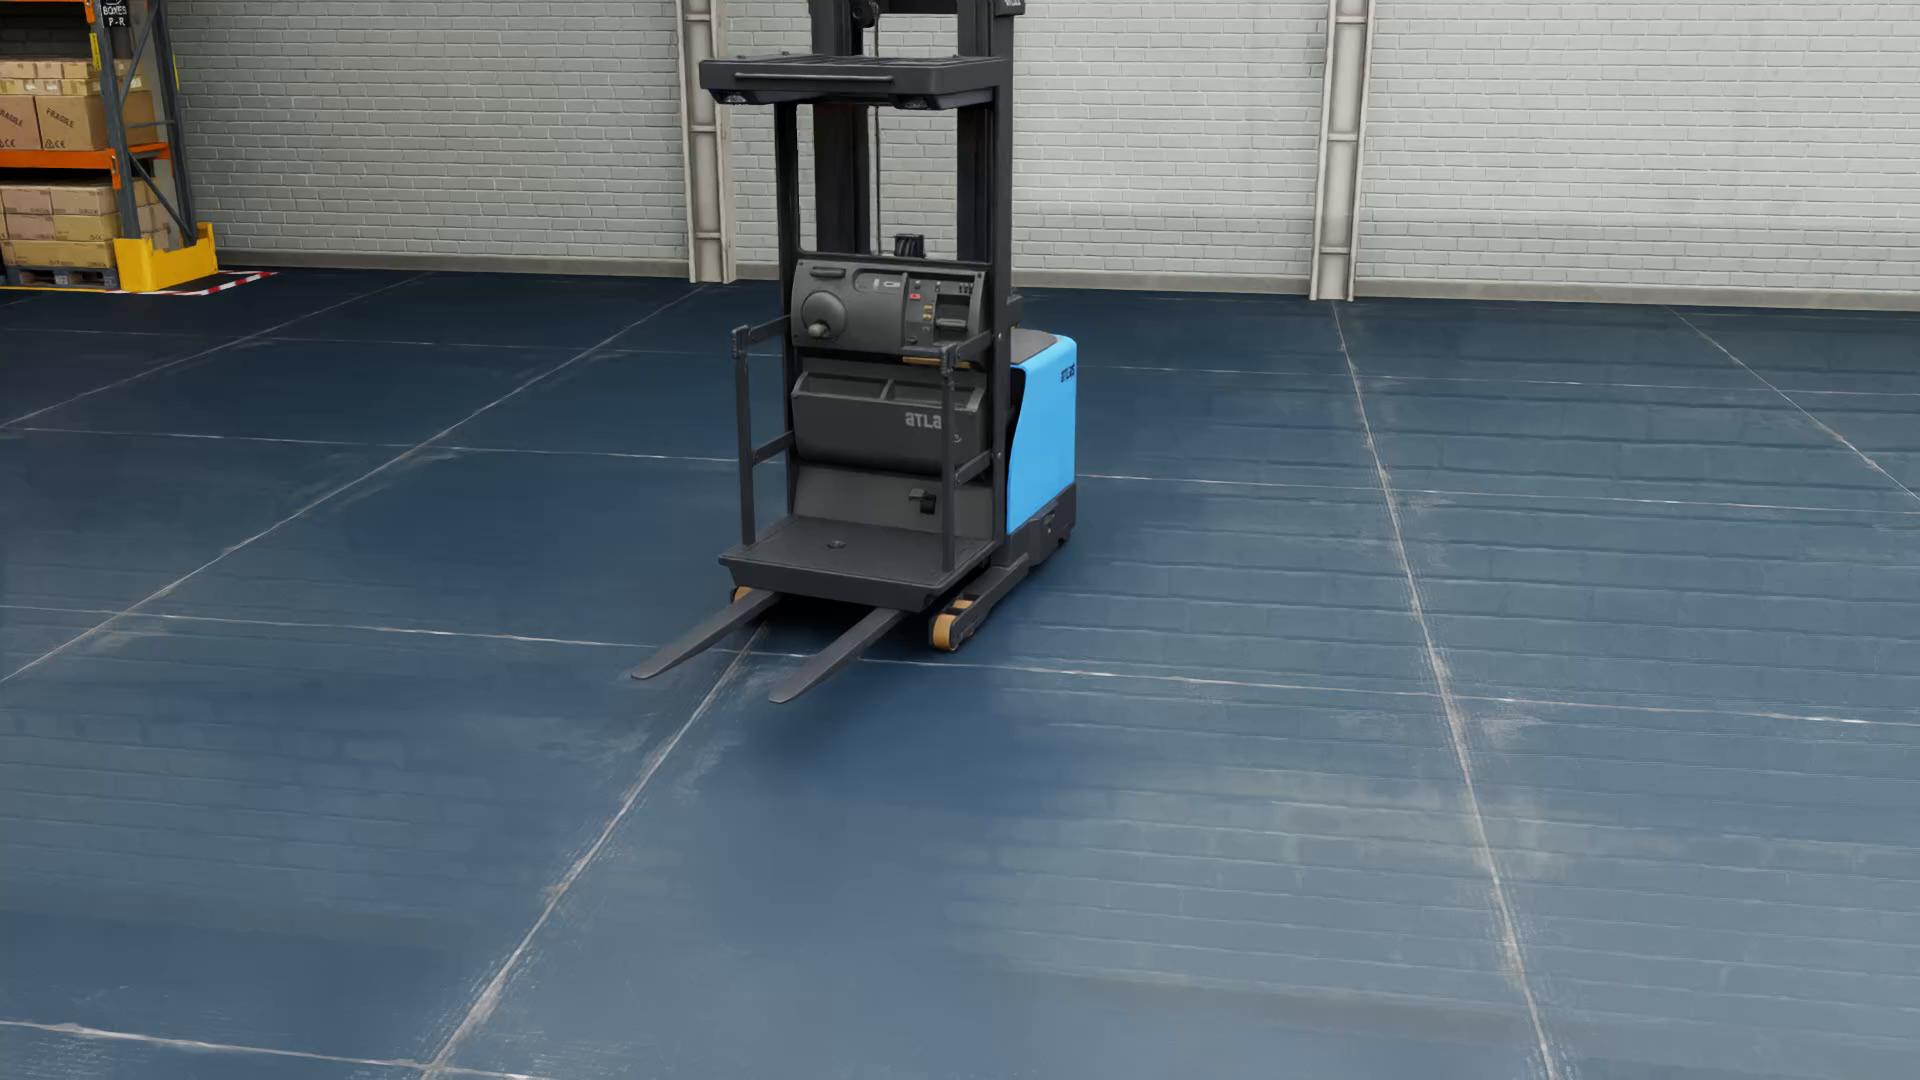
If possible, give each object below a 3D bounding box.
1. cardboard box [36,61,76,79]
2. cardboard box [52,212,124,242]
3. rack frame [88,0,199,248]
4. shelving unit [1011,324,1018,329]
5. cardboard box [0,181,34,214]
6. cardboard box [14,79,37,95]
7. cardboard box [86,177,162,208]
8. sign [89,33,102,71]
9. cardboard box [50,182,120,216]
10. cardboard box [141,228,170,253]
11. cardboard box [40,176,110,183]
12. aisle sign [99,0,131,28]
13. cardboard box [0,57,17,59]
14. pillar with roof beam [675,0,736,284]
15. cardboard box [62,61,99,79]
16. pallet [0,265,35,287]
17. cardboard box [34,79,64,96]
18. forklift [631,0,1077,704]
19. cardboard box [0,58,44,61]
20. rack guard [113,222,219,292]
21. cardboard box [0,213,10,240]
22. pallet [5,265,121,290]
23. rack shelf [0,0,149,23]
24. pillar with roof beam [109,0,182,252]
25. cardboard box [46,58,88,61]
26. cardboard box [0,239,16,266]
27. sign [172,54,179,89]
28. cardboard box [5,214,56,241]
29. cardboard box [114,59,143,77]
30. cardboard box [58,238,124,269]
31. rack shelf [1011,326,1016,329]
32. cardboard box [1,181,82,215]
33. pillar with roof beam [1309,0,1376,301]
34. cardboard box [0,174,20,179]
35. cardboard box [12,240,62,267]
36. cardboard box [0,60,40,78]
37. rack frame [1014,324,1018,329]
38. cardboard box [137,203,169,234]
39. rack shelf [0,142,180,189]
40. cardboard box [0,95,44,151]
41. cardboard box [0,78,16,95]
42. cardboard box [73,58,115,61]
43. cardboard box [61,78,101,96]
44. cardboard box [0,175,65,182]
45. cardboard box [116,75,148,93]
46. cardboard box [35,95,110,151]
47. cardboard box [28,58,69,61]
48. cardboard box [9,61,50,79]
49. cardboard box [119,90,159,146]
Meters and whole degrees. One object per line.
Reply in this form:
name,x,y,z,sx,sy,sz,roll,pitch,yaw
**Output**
cardboard box,-8.461,-4.433,15.677,0.250,0.149,0.380,3,19,9
cardboard box,-8.356,-3.041,16.050,0.500,0.250,0.500,3,19,8
rack frame,-7.825,-3.983,15.979,0.127,3.000,1.000,3,19,9
shelving unit,0.038,-0.739,9.122,0.503,1.200,0.258,7,20,20
cardboard box,-9.334,-3.324,16.105,0.500,0.250,0.500,3,19,9
cardboard box,-8.716,-4.303,15.757,0.250,0.149,0.380,3,19,10
cardboard box,-8.270,-3.435,16.439,0.500,0.250,0.500,3,19,8
sign,-7.925,-4.475,15.251,0.005,0.325,0.100,3,19,9
cardboard box,-8.330,-3.277,15.967,0.500,0.250,0.500,4,19,10
cardboard box,-8.279,-2.964,16.605,0.500,0.250,0.500,3,19,9
cardboard box,-8.764,-3.460,16.511,0.500,0.250,0.500,3,19,9
aisle sign,-7.807,-5.120,15.281,0.004,0.787,0.394,3,19,9
cardboard box,-9.389,-4.662,16.360,0.250,0.149,0.380,2,19,7
pillar with roof beam,-3.129,-5.494,11.042,0.400,9.000,9.100,3,19,9
cardboard box,-8.212,-4.431,15.669,0.250,0.149,0.380,3,19,9
pallet,-9.788,-2.748,16.683,1.213,0.211,1.003,3,19,9
cardboard box,-8.469,-4.271,15.660,0.250,0.149,0.380,3,19,10
forklift,-0.410,-1.050,7.322,1.130,2.935,3.031,7,20,21
cardboard box,-9.145,-4.618,16.228,0.250,0.149,0.380,4,19,10
rack guard,-7.802,-2.796,16.372,0.348,0.500,1.175,3,19,9
cardboard box,-9.362,-3.090,16.193,0.500,0.250,0.500,2,19,7
pallet,-8.587,-2.686,16.497,1.213,0.211,1.003,3,19,9
rack shelf,-9.800,-5.165,15.918,4.000,0.370,1.077,3,19,9
pillar with roof beam,-9.053,-5.796,11.945,0.400,9.000,9.100,3,19,9
cardboard box,-8.639,-4.595,16.161,0.250,0.149,0.380,3,19,10
cardboard box,-9.321,-2.859,16.291,0.500,0.250,0.500,3,19,9
sign,-7.731,-4.604,16.347,0.005,0.325,0.100,3,19,9
cardboard box,-8.849,-3.070,16.135,0.500,0.250,0.500,3,19,8
cardboard box,-8.123,-4.563,16.063,0.250,0.149,0.380,3,19,8
cardboard box,-8.339,-2.803,16.123,0.500,0.250,0.500,3,19,9
rack shelf,0.038,-1.112,8.998,0.480,0.148,0.258,7,20,20
cardboard box,-8.835,-3.301,16.038,0.500,0.250,0.500,3,19,10
pillar with roof beam,2.795,-5.192,10.140,0.400,9.000,9.100,3,19,9
cardboard box,-9.761,-3.516,16.680,0.500,0.250,0.500,3,19,8
cardboard box,-8.829,-2.831,16.207,0.500,0.250,0.500,3,19,9
cardboard box,-8.958,-4.474,15.798,0.250,0.149,0.380,3,19,9
rack frame,0.264,-0.711,9.037,0.015,1.200,0.240,7,20,20
cardboard box,-8.257,-3.204,16.534,0.500,0.250,0.500,3,19,10
rack shelf,-9.800,-3.742,16.394,4.000,0.370,1.077,3,19,9
cardboard box,-8.864,-4.002,15.878,0.500,0.500,0.500,4,19,10
cardboard box,-8.959,-4.319,15.805,0.250,0.149,0.380,3,19,8
cardboard box,-8.376,-4.596,16.162,0.250,0.149,0.380,4,19,11
cardboard box,-8.212,-4.267,15.650,0.250,0.149,0.380,3,19,9
cardboard box,-9.256,-3.488,16.596,0.500,0.250,0.500,3,19,8
cardboard box,-8.119,-4.436,16.154,0.250,0.149,0.380,2,19,7
cardboard box,-8.353,-3.973,15.791,0.500,0.500,0.500,3,19,7
cardboard box,-8.881,-4.612,16.212,0.250,0.149,0.380,3,19,9
cardboard box,-8.724,-4.438,15.691,0.250,0.149,0.380,3,19,10
cardboard box,-8.270,-4.142,16.297,0.500,0.500,0.500,4,19,10
